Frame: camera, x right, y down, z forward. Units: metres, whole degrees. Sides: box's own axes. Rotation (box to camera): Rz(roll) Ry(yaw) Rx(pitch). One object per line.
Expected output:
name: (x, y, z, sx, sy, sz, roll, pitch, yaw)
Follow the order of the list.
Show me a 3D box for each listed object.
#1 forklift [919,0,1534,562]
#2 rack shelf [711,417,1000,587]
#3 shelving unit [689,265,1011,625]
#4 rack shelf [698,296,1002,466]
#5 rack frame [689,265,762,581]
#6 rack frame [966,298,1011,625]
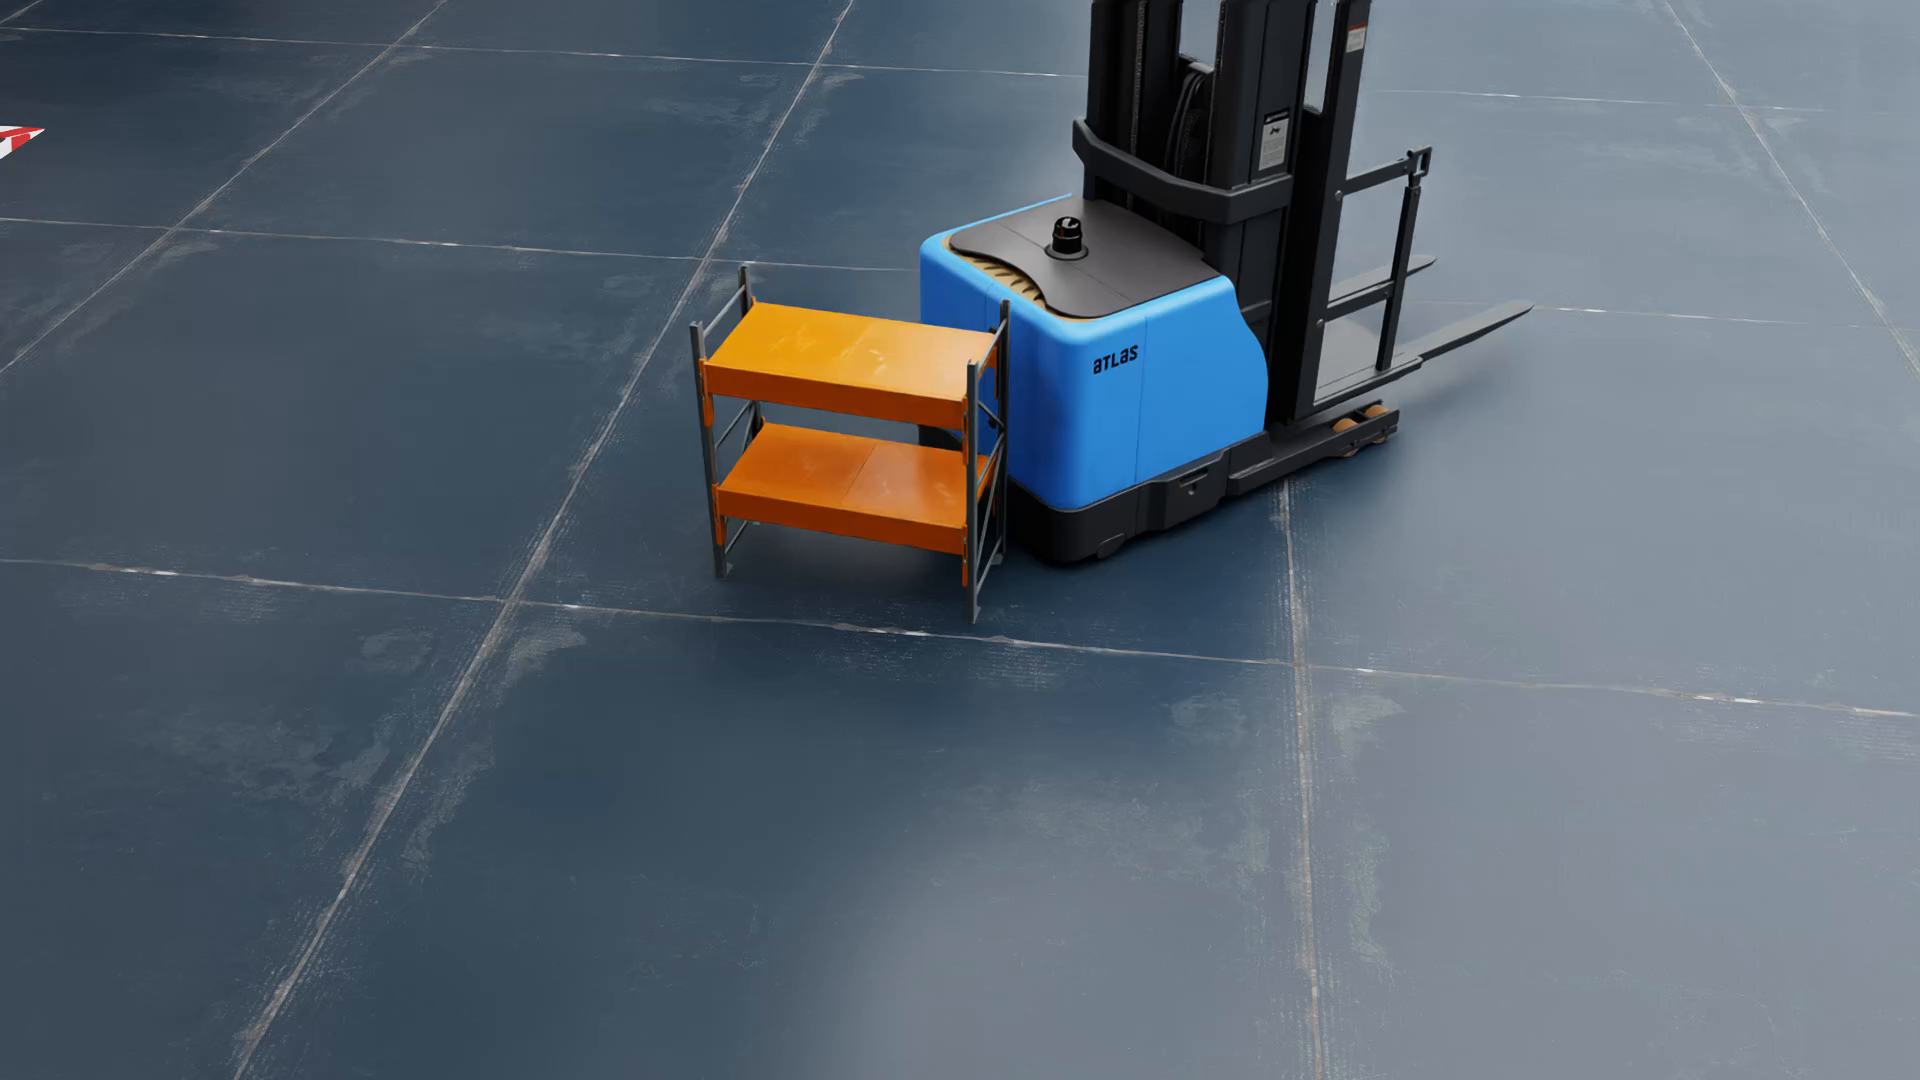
forklift: (1.319, -1.782, 6.724, 3.031, 2.935, 1.130, -23, 41, -28)
rack shelf: (-0.386, -0.159, 6.425, 1.000, 0.278, 0.538, 9, 37, 13)
shelving unit: (-0.386, -0.358, 6.283, 1.048, 1.125, 0.538, 9, 37, 13)
rack shelf: (-0.386, -0.596, 6.113, 1.000, 0.278, 0.538, 9, 37, 13)
rack frame: (-0.875, -0.437, 6.395, 0.032, 1.125, 0.500, 9, 37, 13)
rack frame: (0.104, -0.278, 6.171, 0.032, 1.125, 0.500, 9, 37, 13)
